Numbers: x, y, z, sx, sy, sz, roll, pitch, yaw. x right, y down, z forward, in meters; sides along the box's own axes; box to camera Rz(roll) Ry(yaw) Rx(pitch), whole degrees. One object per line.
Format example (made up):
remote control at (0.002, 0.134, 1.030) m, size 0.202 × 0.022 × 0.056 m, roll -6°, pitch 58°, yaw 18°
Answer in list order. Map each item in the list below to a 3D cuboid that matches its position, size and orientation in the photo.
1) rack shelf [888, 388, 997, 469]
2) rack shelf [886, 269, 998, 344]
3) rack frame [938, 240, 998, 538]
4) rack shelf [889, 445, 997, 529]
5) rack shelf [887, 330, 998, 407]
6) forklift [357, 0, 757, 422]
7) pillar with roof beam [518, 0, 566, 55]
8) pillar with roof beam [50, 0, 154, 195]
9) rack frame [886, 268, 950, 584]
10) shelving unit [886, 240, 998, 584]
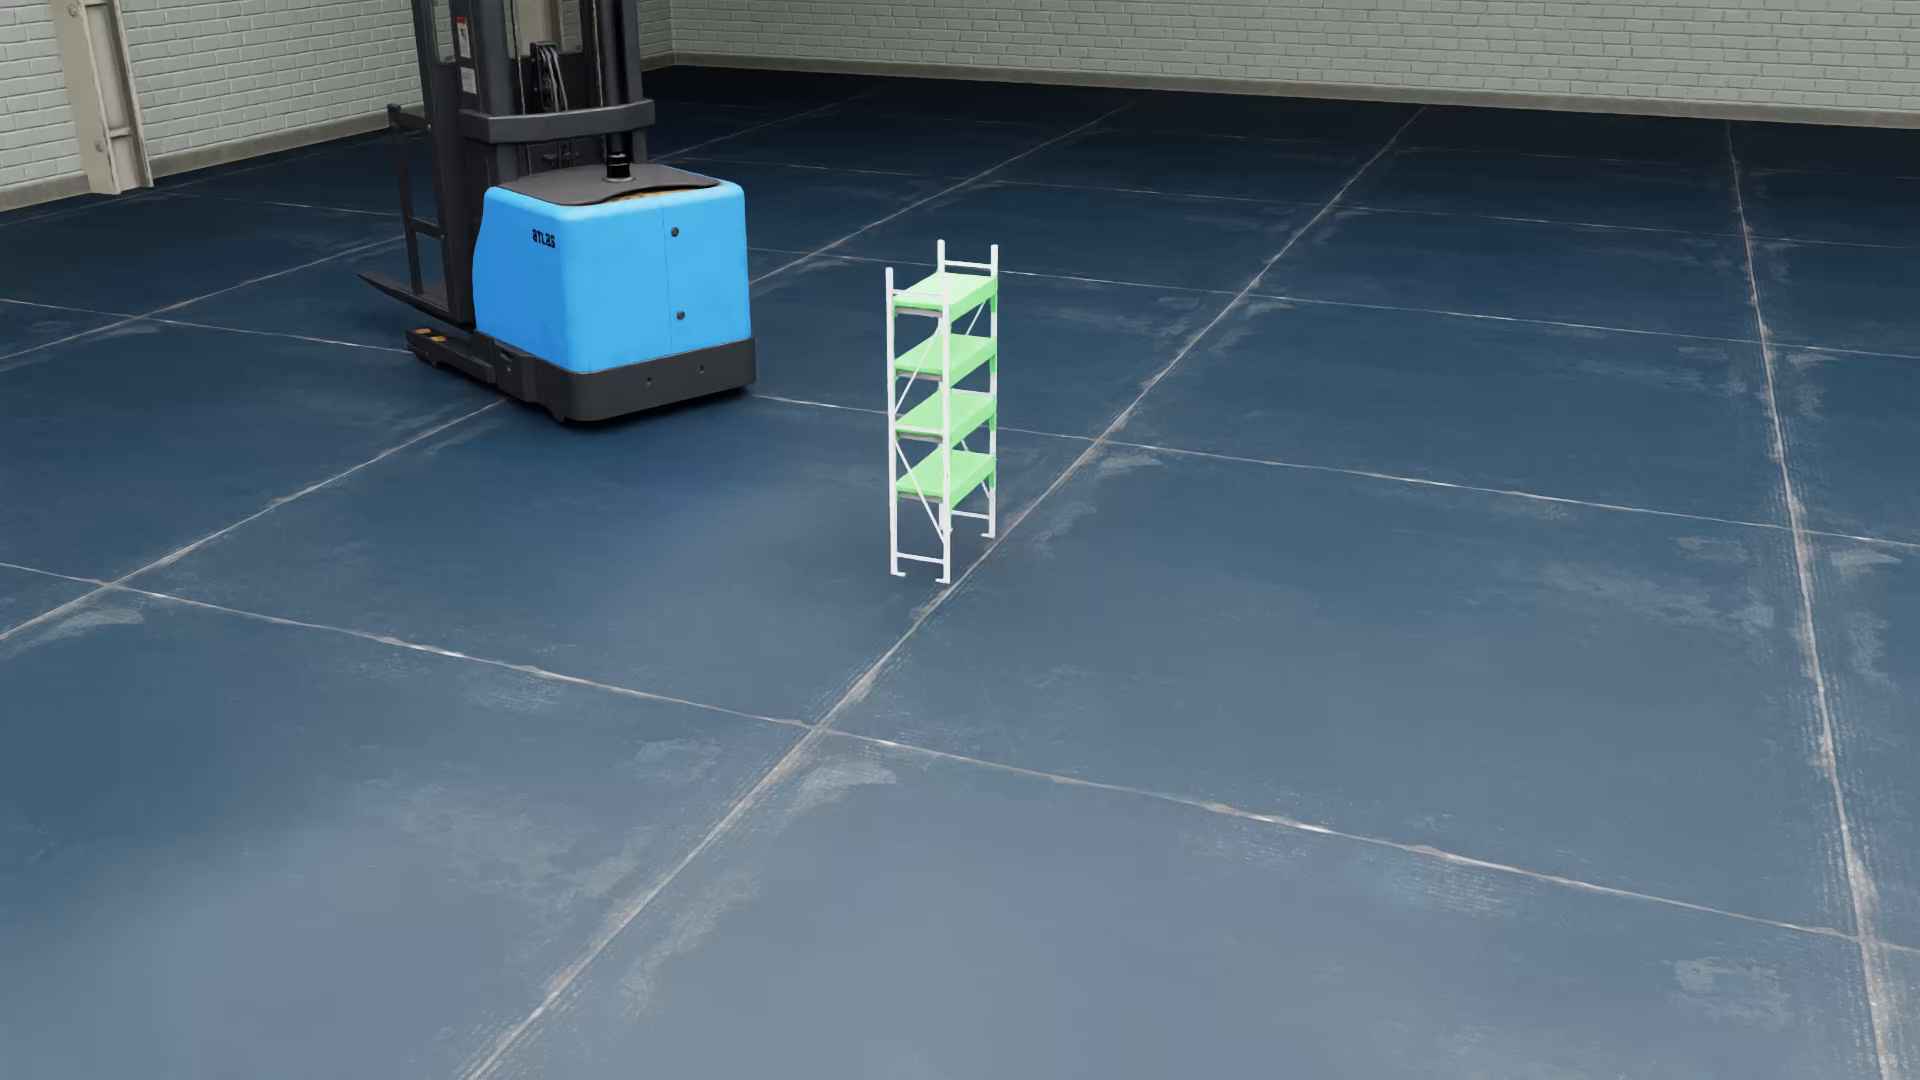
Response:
rack shelf at (-0.061, -0.435, 6.402) m, size 0.258 × 0.148 × 0.480 m, roll 9°, pitch 24°, yaw 20°
rack shelf at (-0.062, -0.878, 6.217) m, size 0.258 × 0.148 × 0.480 m, roll 9°, pitch 24°, yaw 20°
rack frame at (0.029, -0.582, 6.586) m, size 0.240 × 1.200 × 0.015 m, roll 9°, pitch 24°, yaw 20°
rack shelf at (-0.061, -0.214, 6.494) m, size 0.258 × 0.148 × 0.480 m, roll 9°, pitch 24°, yaw 20°
rack shelf at (-0.062, -0.657, 6.309) m, size 0.258 × 0.148 × 0.480 m, roll 9°, pitch 24°, yaw 20°
forklift at (-2.391, -2.406, 8.706) m, size 1.130 × 2.935 × 3.031 m, roll -19°, pitch 29°, yaw -37°
pillar with roof beam at (-0.655, -8.563, 15.574) m, size 9.100 × 9.000 × 0.400 m, roll 9°, pitch 24°, yaw 20°
pillar with roof beam at (-2.883, -6.416, 10.434) m, size 9.100 × 9.000 × 0.400 m, roll 9°, pitch 24°, yaw 20°
rack frame at (-0.152, -0.407, 6.168) m, size 0.240 × 1.200 × 0.015 m, roll 9°, pitch 24°, yaw 20°
shelving unit at (-0.061, -0.494, 6.377) m, size 0.258 × 1.200 × 0.503 m, roll 9°, pitch 24°, yaw 20°
